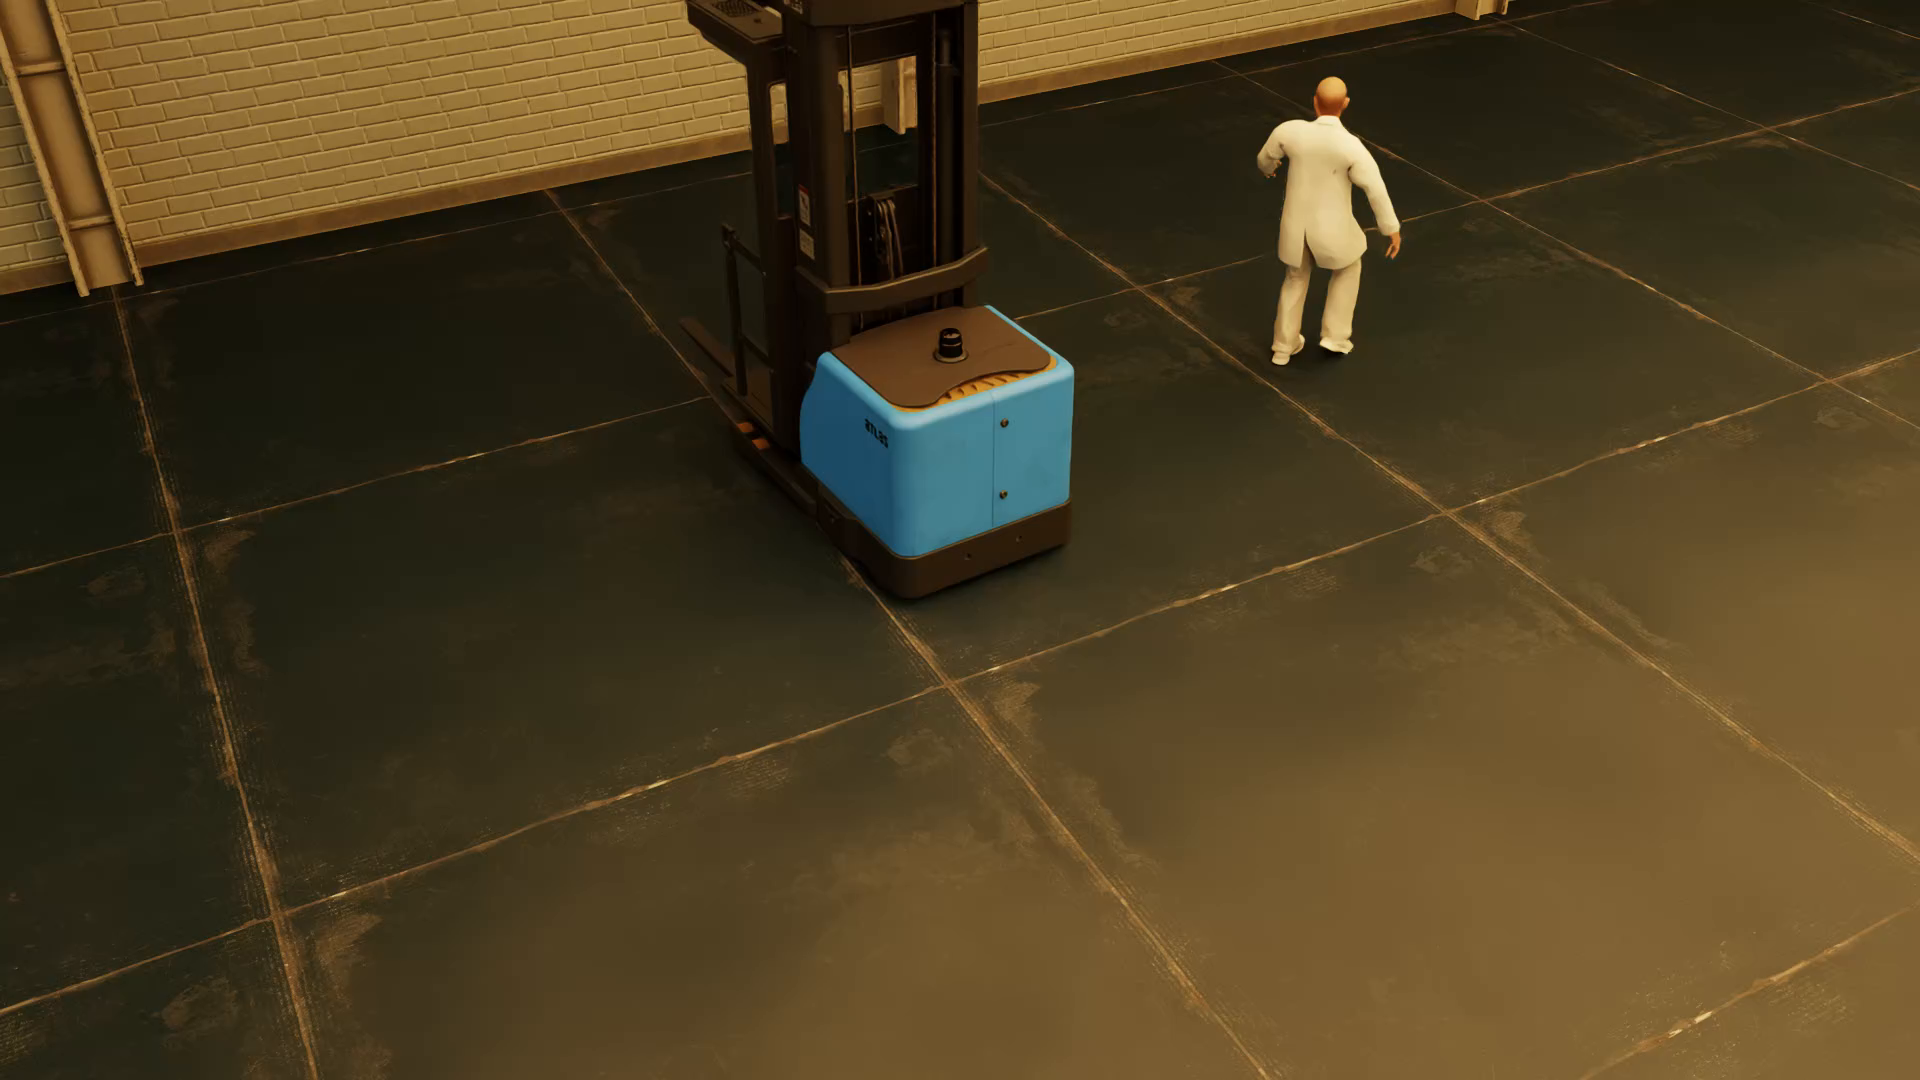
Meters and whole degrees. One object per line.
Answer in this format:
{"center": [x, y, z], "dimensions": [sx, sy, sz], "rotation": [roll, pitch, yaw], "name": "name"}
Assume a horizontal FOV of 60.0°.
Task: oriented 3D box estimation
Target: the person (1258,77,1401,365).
{"center": [2.140, -1.867, 9.834], "dimensions": [0.994, 1.809, 0.568], "rotation": [23, 41, 29], "name": "person"}

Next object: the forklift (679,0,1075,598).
{"center": [-0.639, -1.730, 8.570], "dimensions": [1.130, 2.935, 3.031], "rotation": [-20, 40, -26], "name": "forklift"}
